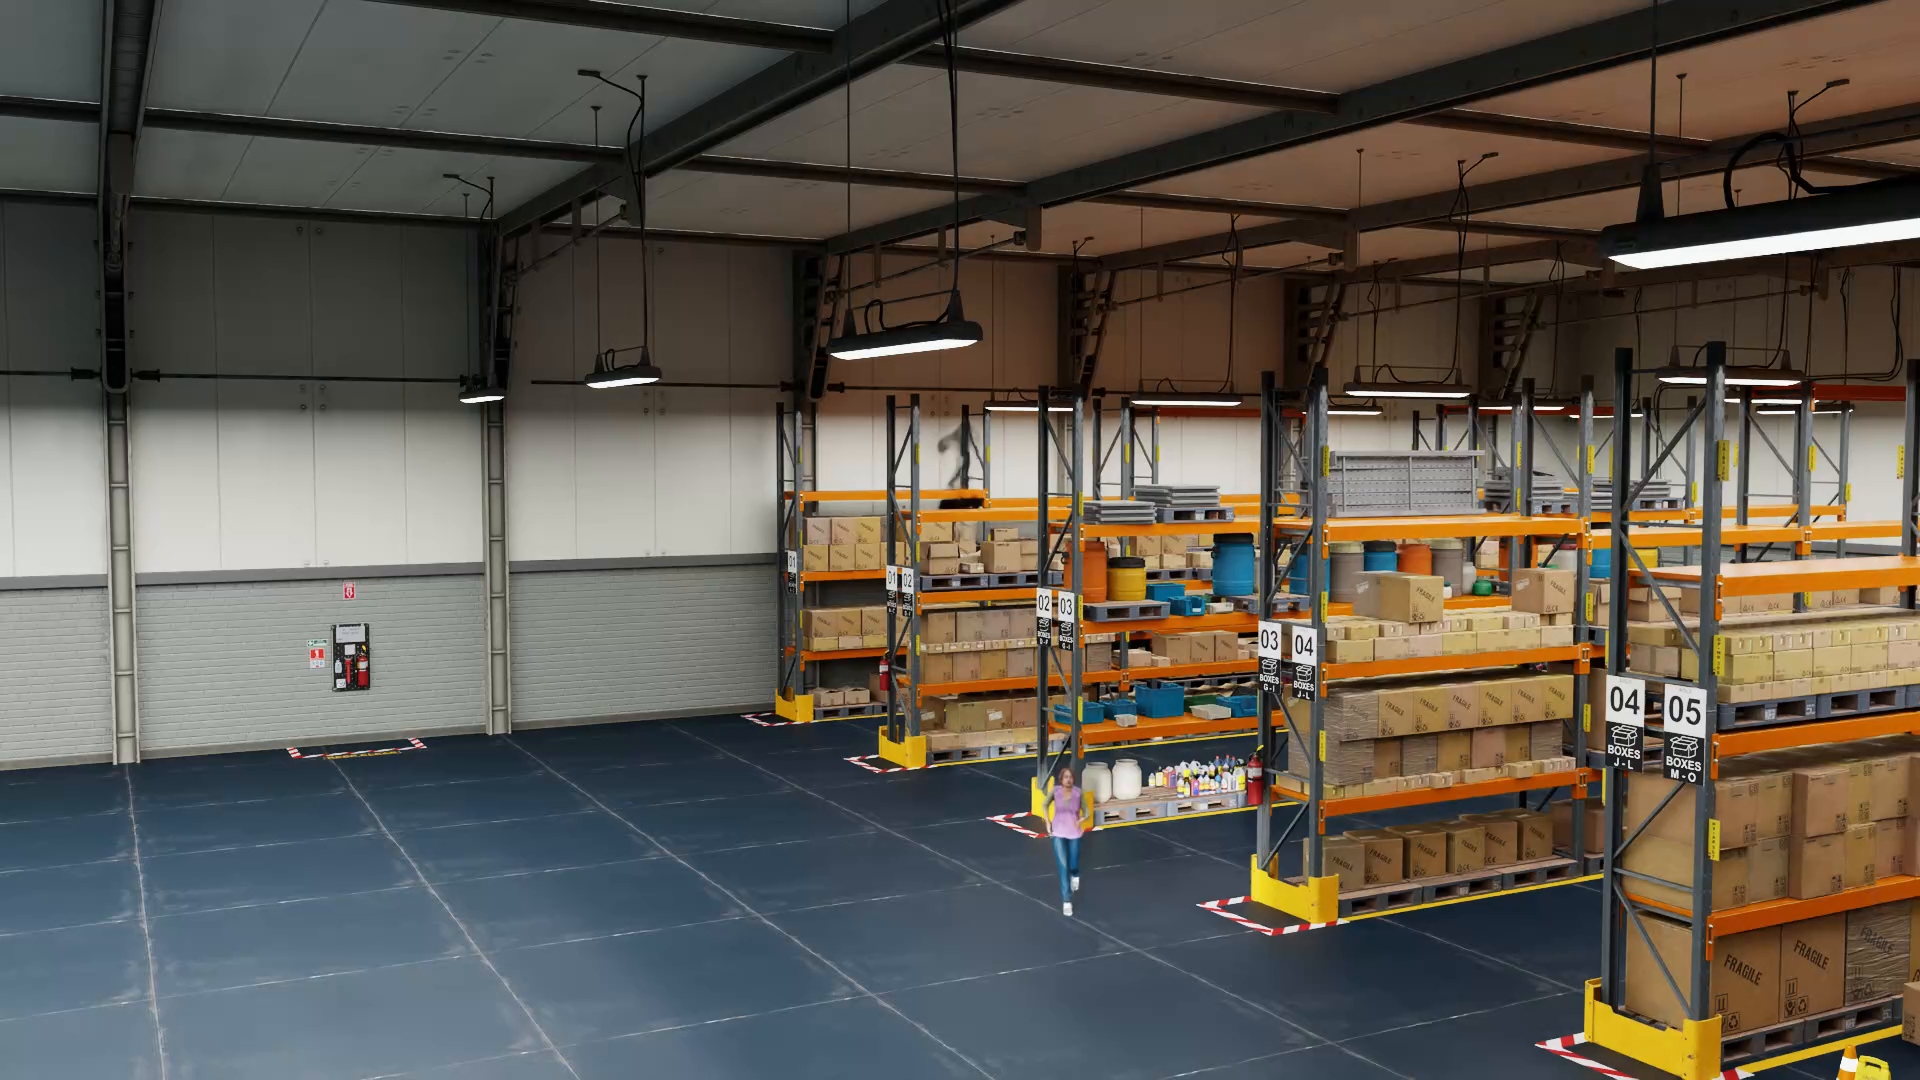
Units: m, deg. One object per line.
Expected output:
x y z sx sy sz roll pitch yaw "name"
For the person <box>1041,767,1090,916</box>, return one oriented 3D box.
1.185 3.321 18.645 0.545 1.593 0.842 0 3 2 "person"
